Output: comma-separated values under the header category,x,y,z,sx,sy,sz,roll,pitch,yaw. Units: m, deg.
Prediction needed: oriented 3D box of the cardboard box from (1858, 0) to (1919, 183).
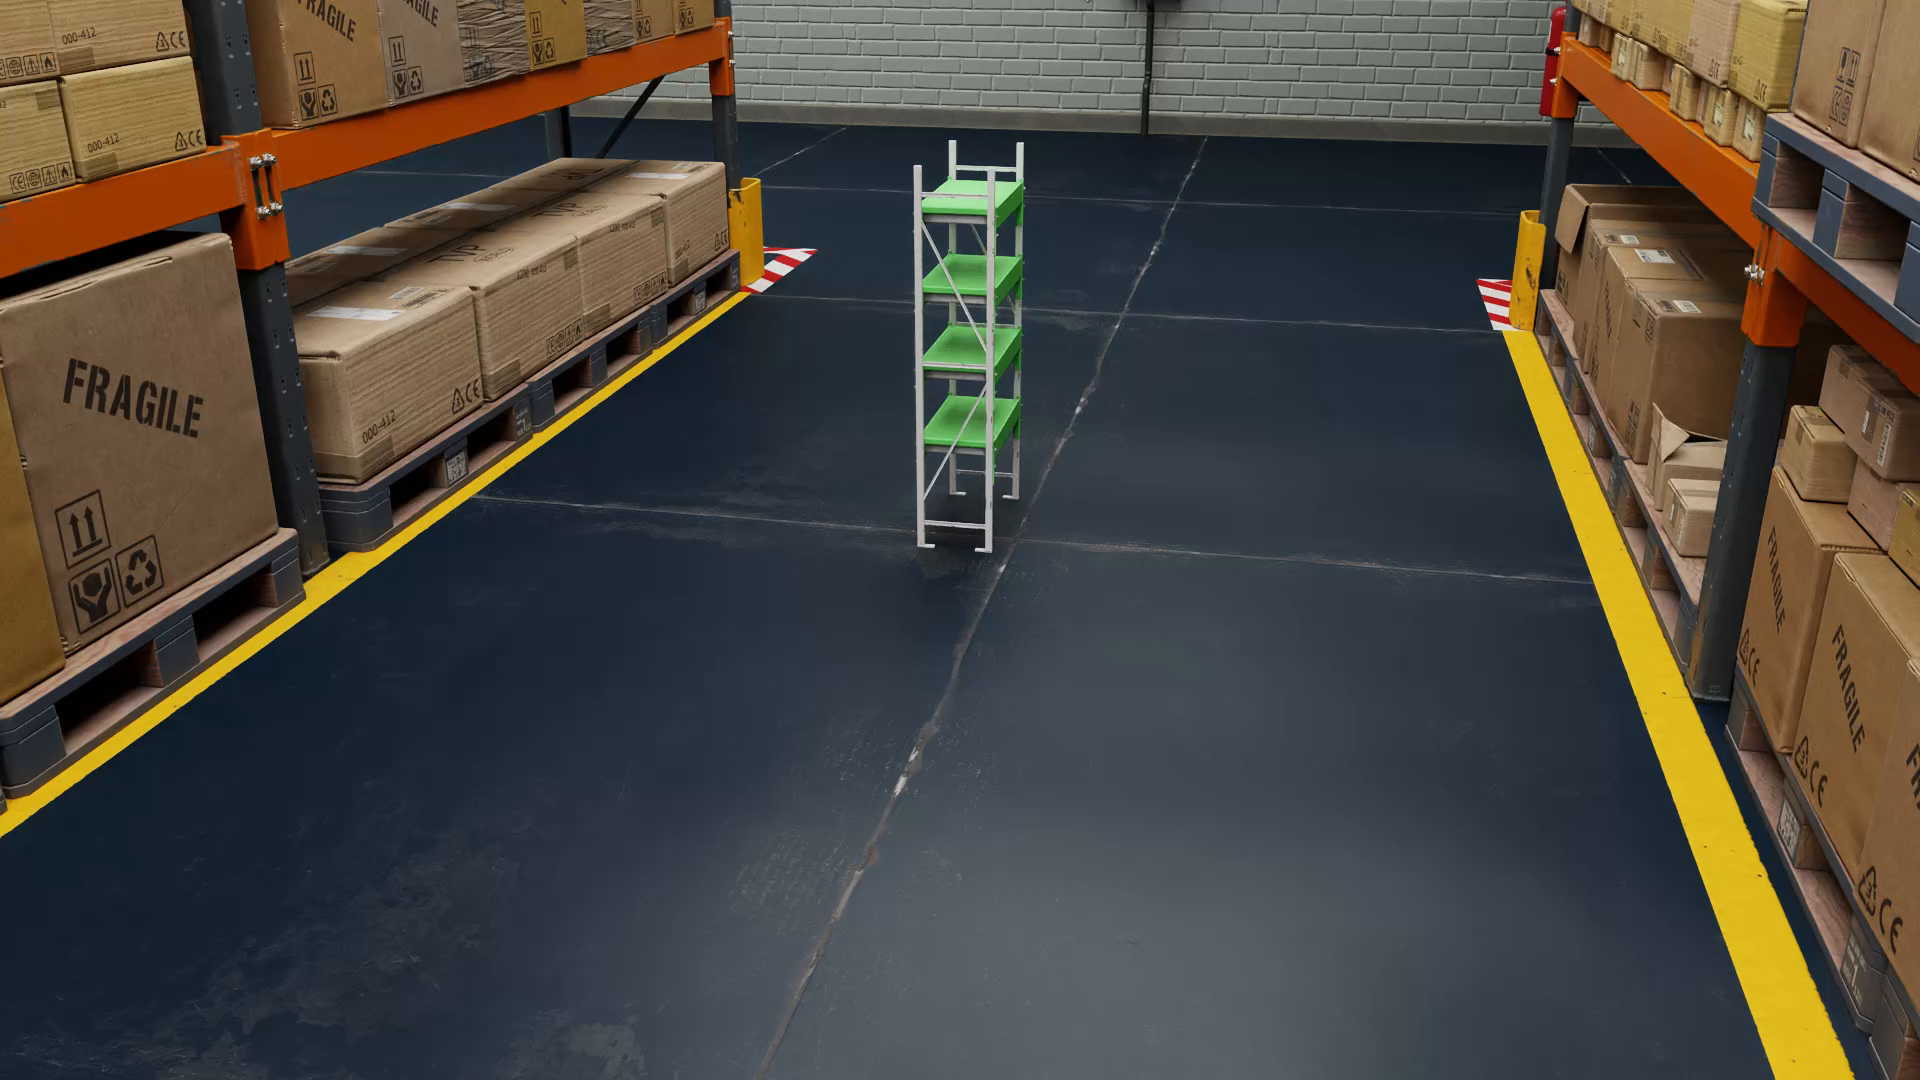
category,x,y,z,sx,sy,sz,roll,pitch,yaw
cardboard box,1.979,-0.848,2.748,0.700,0.500,0.500,5,22,12

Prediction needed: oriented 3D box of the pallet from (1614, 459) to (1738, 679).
category,x,y,z,sx,sy,sz,roll,pitch,yaw
pallet,2.543,0.086,4.857,1.003,0.211,1.213,4,22,11

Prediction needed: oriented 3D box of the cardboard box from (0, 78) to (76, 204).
category,x,y,z,sx,sy,sz,roll,pitch,yaw
cardboard box,-2.407,-0.894,3.760,0.500,0.250,0.500,4,22,10

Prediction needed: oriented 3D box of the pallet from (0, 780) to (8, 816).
category,x,y,z,sx,sy,sz,roll,pitch,yaw
pallet,-2.788,0.696,3.344,1.003,0.211,1.213,4,22,11

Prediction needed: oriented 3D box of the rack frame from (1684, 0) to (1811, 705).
category,x,y,z,sx,sy,sz,roll,pitch,yaw
rack frame,2.402,-0.956,3.713,1.000,3.000,0.127,4,22,11

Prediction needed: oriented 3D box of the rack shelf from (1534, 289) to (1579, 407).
category,x,y,z,sx,sy,sz,roll,pitch,yaw
rack shelf,-12.557,-1.232,4.665,30.696,2.800,11.642,4,22,11

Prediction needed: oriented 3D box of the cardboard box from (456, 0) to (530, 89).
category,x,y,z,sx,sy,sz,roll,pitch,yaw
cardboard box,-1.891,-1.896,5.913,0.500,0.500,0.500,5,22,11

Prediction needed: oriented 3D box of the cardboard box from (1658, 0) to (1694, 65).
category,x,y,z,sx,sy,sz,roll,pitch,yaw
cardboard box,2.470,-1.595,5.102,0.500,0.250,0.500,4,22,11

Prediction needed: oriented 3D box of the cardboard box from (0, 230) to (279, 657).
category,x,y,z,sx,sy,sz,roll,pitch,yaw
cardboard box,-2.506,-0.310,4.389,0.875,0.875,0.875,5,23,13

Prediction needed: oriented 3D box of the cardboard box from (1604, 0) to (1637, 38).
category,x,y,z,sx,sy,sz,roll,pitch,yaw
cardboard box,2.659,-1.972,6.038,0.500,0.250,0.500,4,22,10

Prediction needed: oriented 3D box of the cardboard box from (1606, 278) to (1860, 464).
category,x,y,z,sx,sy,sz,roll,pitch,yaw
cardboard box,2.577,-0.549,5.485,0.700,0.500,0.500,4,22,9

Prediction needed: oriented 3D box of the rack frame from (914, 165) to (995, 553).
category,x,y,z,sx,sy,sz,roll,pitch,yaw
rack frame,-0.016,-0.528,5.058,0.240,1.200,0.015,4,22,11

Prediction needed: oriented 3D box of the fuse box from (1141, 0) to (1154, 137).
category,x,y,z,sx,sy,sz,roll,pitch,yaw
fuse box,1.513,-4.049,13.117,0.539,1.711,0.414,4,22,11

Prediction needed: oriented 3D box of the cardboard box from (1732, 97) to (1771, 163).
category,x,y,z,sx,sy,sz,roll,pitch,yaw
cardboard box,2.252,-1.072,4.338,0.380,0.149,0.250,5,22,12

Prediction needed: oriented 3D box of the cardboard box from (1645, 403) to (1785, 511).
category,x,y,z,sx,sy,sz,roll,pitch,yaw
cardboard box,2.301,-0.240,5.031,0.396,0.266,0.258,5,23,13

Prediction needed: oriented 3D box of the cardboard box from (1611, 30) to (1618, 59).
category,x,y,z,sx,sy,sz,roll,pitch,yaw
cardboard box,2.745,-1.920,6.443,0.380,0.149,0.250,5,23,13

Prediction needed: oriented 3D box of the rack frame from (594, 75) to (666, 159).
category,x,y,z,sx,sy,sz,roll,pitch,yaw
rack frame,-1.638,-2.796,8.281,0.949,2.616,0.053,4,22,11

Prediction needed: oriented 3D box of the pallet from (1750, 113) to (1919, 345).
category,x,y,z,sx,sy,sz,roll,pitch,yaw
pallet,2.132,-0.583,3.044,1.003,0.211,1.213,4,22,11

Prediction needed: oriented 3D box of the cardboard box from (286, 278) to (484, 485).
category,x,y,z,sx,sy,sz,roll,pitch,yaw
cardboard box,-2.224,-0.561,5.599,0.875,0.438,0.875,4,22,10

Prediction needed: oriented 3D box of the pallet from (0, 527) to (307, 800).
category,x,y,z,sx,sy,sz,roll,pitch,yaw
pallet,-2.541,0.248,4.455,1.003,0.211,1.213,4,22,11

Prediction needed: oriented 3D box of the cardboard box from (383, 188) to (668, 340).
category,x,y,z,sx,sy,sz,roll,pitch,yaw
cardboard box,-1.857,-1.218,7.230,0.875,0.438,0.875,5,22,12

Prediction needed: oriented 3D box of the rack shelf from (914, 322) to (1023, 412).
category,x,y,z,sx,sy,sz,roll,pitch,yaw
rack shelf,0.034,-0.558,5.304,0.258,0.148,0.480,4,22,11

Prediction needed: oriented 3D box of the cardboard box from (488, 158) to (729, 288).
category,x,y,z,sx,sy,sz,roll,pitch,yaw
cardboard box,-1.678,-1.553,8.063,0.875,0.438,0.875,4,22,9

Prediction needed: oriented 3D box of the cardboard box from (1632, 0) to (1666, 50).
category,x,y,z,sx,sy,sz,roll,pitch,yaw
cardboard box,2.576,-1.783,5.569,0.500,0.250,0.500,4,22,10

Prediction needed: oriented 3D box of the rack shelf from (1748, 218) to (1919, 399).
category,x,y,z,sx,sy,sz,roll,pitch,yaw
rack shelf,1.994,0.109,2.031,1.077,0.370,4.000,4,22,11

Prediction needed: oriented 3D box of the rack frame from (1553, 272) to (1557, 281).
category,x,y,z,sx,sy,sz,roll,pitch,yaw
rack frame,3.215,-2.419,7.346,0.949,2.616,0.053,4,22,11

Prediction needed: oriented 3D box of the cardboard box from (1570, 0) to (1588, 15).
category,x,y,z,sx,sy,sz,roll,pitch,yaw
cardboard box,2.862,-2.342,6.956,0.500,0.250,0.500,5,22,11

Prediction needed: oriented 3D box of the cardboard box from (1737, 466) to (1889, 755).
category,x,y,z,sx,sy,sz,roll,pitch,yaw
cardboard box,2.083,0.168,3.705,0.500,0.500,0.500,5,23,13

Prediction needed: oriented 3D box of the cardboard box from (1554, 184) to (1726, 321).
category,x,y,z,sx,sy,sz,roll,pitch,yaw
cardboard box,3.001,-1.239,7.195,0.797,0.503,0.637,4,22,9

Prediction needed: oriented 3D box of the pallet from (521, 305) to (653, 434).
category,x,y,z,sx,sy,sz,roll,pitch,yaw
pallet,-1.979,-0.759,6.957,1.003,0.211,1.213,4,22,11

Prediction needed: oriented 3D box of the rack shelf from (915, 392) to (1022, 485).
category,x,y,z,sx,sy,sz,roll,pitch,yaw
rack shelf,0.034,-0.335,5.393,0.258,0.148,0.480,4,22,11

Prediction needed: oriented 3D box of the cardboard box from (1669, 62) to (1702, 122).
category,x,y,z,sx,sy,sz,roll,pitch,yaw
cardboard box,2.386,-1.359,5.048,0.380,0.149,0.250,4,22,10

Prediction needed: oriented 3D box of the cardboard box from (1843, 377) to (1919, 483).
category,x,y,z,sx,sy,sz,roll,pitch,yaw
cardboard box,2.063,-0.221,3.404,0.380,0.149,0.250,3,22,8

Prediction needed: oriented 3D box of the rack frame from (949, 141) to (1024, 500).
category,x,y,z,sx,sy,sz,roll,pitch,yaw
rack frame,0.084,-0.706,5.501,0.240,1.200,0.015,4,22,11

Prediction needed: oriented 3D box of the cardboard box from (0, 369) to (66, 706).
category,x,y,z,sx,sy,sz,roll,pitch,yaw
cardboard box,-2.683,0.021,3.567,0.875,0.875,0.875,5,22,12

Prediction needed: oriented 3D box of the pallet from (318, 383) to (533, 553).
category,x,y,z,sx,sy,sz,roll,pitch,yaw
pallet,-2.226,-0.312,5.846,1.003,0.211,1.213,4,22,11

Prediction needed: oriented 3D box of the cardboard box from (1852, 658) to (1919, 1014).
category,x,y,z,sx,sy,sz,roll,pitch,yaw
cardboard box,1.878,0.546,2.767,0.500,0.500,0.500,4,22,9

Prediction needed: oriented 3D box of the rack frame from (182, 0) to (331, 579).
category,x,y,z,sx,sy,sz,roll,pitch,yaw
rack frame,-2.458,-1.333,4.649,1.000,3.000,0.127,4,22,11

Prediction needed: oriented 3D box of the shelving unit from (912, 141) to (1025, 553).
category,x,y,z,sx,sy,sz,roll,pitch,yaw
shelving unit,0.034,-0.617,5.280,0.258,1.200,0.503,4,22,11

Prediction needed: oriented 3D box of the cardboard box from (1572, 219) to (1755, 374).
category,x,y,z,sx,sy,sz,roll,pitch,yaw
cardboard box,2.788,-0.928,6.427,0.700,0.500,0.500,5,23,13

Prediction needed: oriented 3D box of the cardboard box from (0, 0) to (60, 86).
category,x,y,z,sx,sy,sz,roll,pitch,yaw
cardboard box,-2.404,-1.132,3.682,0.500,0.250,0.500,5,22,12

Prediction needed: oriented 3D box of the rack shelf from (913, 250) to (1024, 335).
category,x,y,z,sx,sy,sz,roll,pitch,yaw
rack shelf,0.034,-0.780,5.214,0.258,0.148,0.480,4,22,11

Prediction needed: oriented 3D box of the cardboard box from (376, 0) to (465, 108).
category,x,y,z,sx,sy,sz,roll,pitch,yaw
cardboard box,-1.999,-1.715,5.463,0.500,0.500,0.500,5,22,11

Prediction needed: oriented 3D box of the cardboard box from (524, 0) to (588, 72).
category,x,y,z,sx,sy,sz,roll,pitch,yaw
cardboard box,-1.786,-2.085,6.381,0.500,0.500,0.500,5,22,13

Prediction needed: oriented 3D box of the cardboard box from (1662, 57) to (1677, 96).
category,x,y,z,sx,sy,sz,roll,pitch,yaw
cardboard box,2.552,-1.539,5.495,0.380,0.149,0.250,4,22,11

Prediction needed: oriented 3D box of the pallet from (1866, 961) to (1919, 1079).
category,x,y,z,sx,sy,sz,roll,pitch,yaw
pallet,2.027,1.085,2.377,1.003,0.211,1.213,4,22,11

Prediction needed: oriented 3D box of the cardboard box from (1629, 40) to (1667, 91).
category,x,y,z,sx,sy,sz,roll,pitch,yaw
cardboard box,2.538,-1.638,5.742,0.380,0.149,0.250,5,22,12

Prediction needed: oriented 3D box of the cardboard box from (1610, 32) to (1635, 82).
category,x,y,z,sx,sy,sz,roll,pitch,yaw
cardboard box,2.571,-1.736,5.985,0.380,0.149,0.250,4,22,9

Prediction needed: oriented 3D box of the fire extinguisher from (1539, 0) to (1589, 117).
category,x,y,z,sx,sy,sz,roll,pitch,yaw
fire extinguisher,2.796,-2.299,7.650,0.296,0.674,0.183,4,22,11

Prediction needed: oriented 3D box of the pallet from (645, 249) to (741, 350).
category,x,y,z,sx,sy,sz,roll,pitch,yaw
pallet,-1.728,-1.204,8.061,1.003,0.211,1.213,4,22,11

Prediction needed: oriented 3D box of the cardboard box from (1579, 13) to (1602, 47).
category,x,y,z,sx,sy,sz,roll,pitch,yaw
cardboard box,2.883,-2.203,7.145,0.380,0.149,0.250,4,22,11

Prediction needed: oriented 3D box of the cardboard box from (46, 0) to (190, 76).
category,x,y,z,sx,sy,sz,roll,pitch,yaw
cardboard box,-2.310,-1.316,4.137,0.500,0.250,0.500,4,22,11

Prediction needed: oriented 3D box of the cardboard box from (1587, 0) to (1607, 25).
category,x,y,z,sx,sy,sz,roll,pitch,yaw
cardboard box,2.760,-2.158,6.499,0.500,0.250,0.500,5,22,11

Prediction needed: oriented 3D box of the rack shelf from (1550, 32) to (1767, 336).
category,x,y,z,sx,sy,sz,roll,pitch,yaw
rack shelf,2.810,-1.354,5.663,1.077,0.370,4.000,4,22,11

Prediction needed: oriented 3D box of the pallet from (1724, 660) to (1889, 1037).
category,x,y,z,sx,sy,sz,roll,pitch,yaw
pallet,2.273,0.638,3.488,1.003,0.211,1.213,4,22,11

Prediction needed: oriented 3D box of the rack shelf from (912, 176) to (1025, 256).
category,x,y,z,sx,sy,sz,roll,pitch,yaw
rack shelf,0.034,-1.003,5.124,0.258,0.148,0.480,4,22,11

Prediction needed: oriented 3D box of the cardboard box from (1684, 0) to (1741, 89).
category,x,y,z,sx,sy,sz,roll,pitch,yaw
cardboard box,2.355,-1.414,4.652,0.500,0.250,0.500,5,22,11

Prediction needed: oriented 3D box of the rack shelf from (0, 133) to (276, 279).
category,x,y,z,sx,sy,sz,roll,pitch,yaw
rack shelf,-2.866,-0.268,2.967,1.077,0.370,4.000,4,22,11

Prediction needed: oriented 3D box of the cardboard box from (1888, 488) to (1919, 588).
category,x,y,z,sx,sy,sz,roll,pitch,yaw
cardboard box,2.047,0.020,3.203,0.380,0.149,0.250,3,22,8

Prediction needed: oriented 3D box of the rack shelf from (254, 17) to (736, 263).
category,x,y,z,sx,sy,sz,roll,pitch,yaw
rack shelf,-2.050,-1.731,6.599,1.077,0.370,4.000,4,22,11
